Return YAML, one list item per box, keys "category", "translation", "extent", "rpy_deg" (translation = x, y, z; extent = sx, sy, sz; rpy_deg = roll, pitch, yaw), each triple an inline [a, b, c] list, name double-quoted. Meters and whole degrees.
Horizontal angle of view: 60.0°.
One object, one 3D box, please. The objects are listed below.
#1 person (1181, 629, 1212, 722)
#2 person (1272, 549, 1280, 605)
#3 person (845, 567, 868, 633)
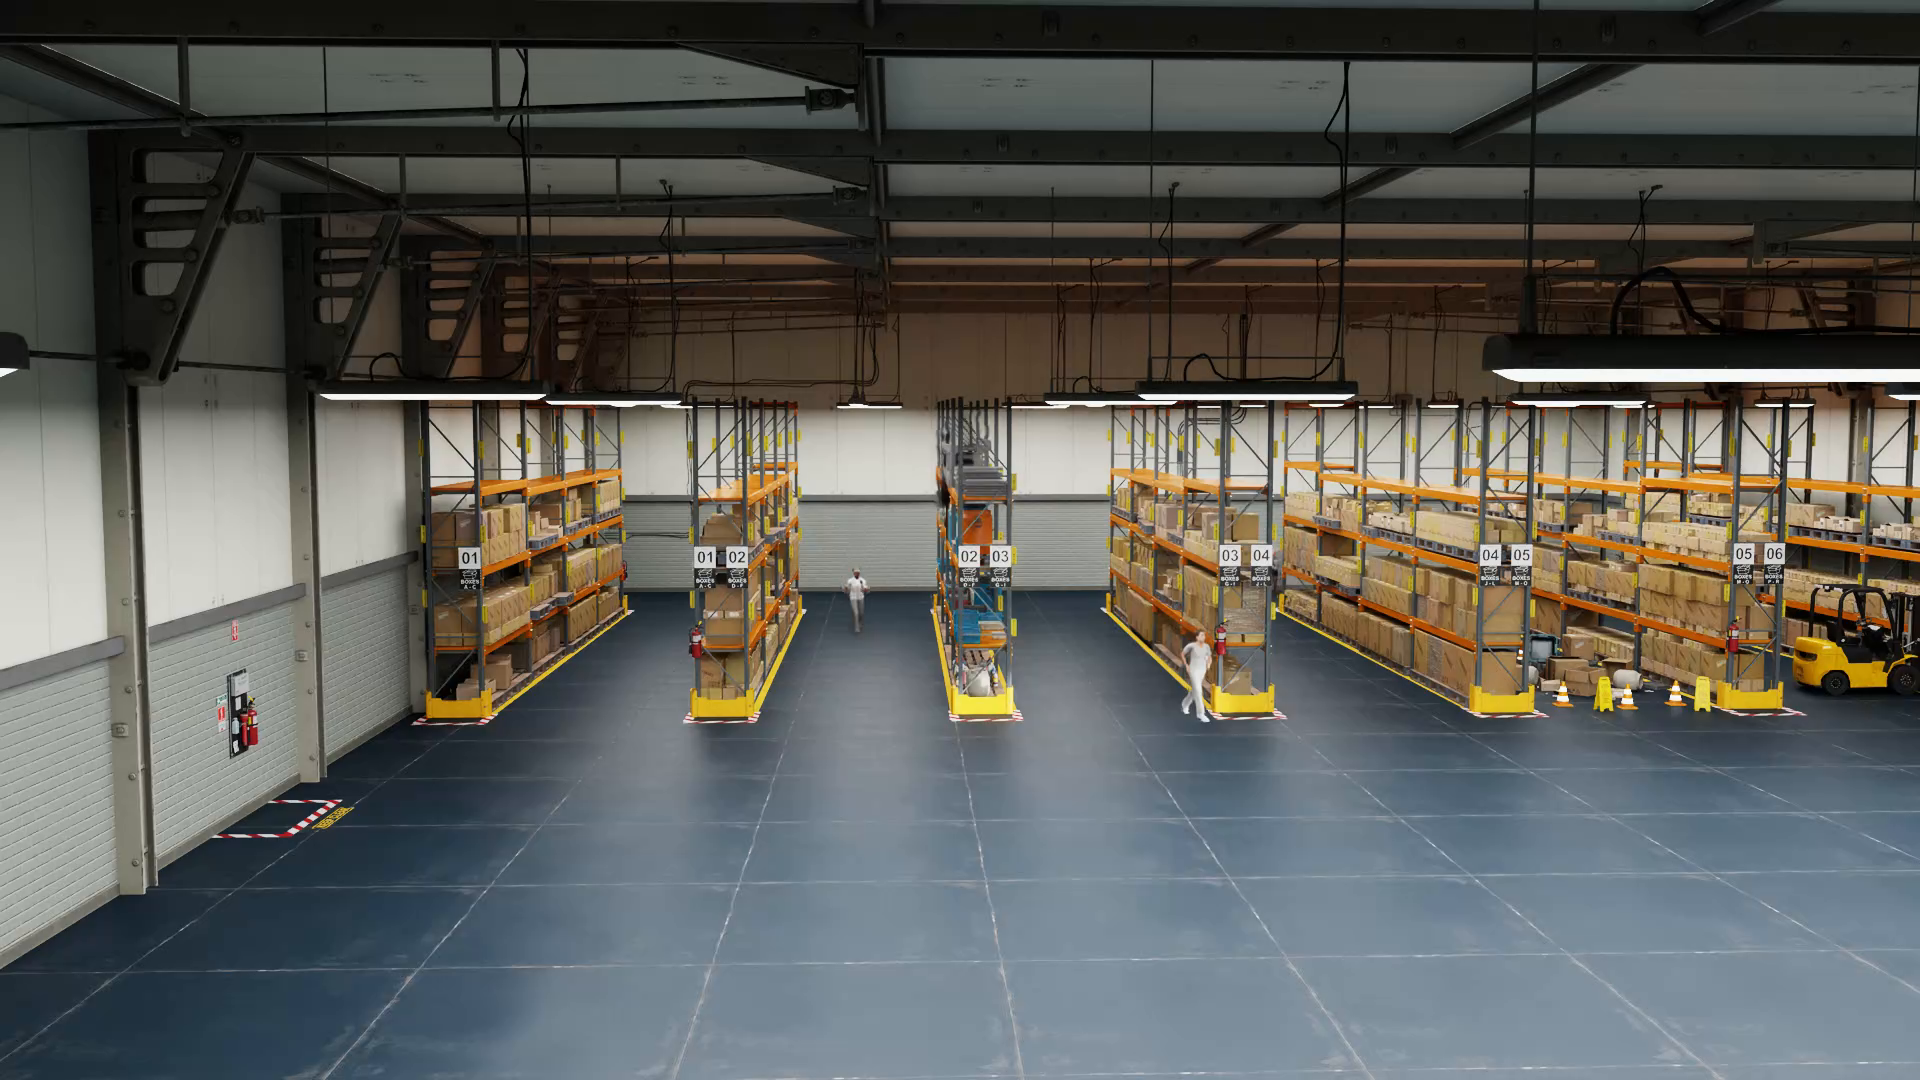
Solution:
- category: "person"
  translation: [4.433, 2.483, 30.999]
  extent: [0.562, 1.671, 0.929]
  rpy_deg: [-2, 5, -26]
- category: "person"
  translation: [9.081, 1.105, 48.612]
  extent: [0.920, 1.695, 0.661]
  rpy_deg: [-2, 5, -25]
- category: "person"
  translation: [-2.682, 1.539, 43.219]
  extent: [0.586, 1.672, 0.872]
  rpy_deg: [-1, 5, -14]
